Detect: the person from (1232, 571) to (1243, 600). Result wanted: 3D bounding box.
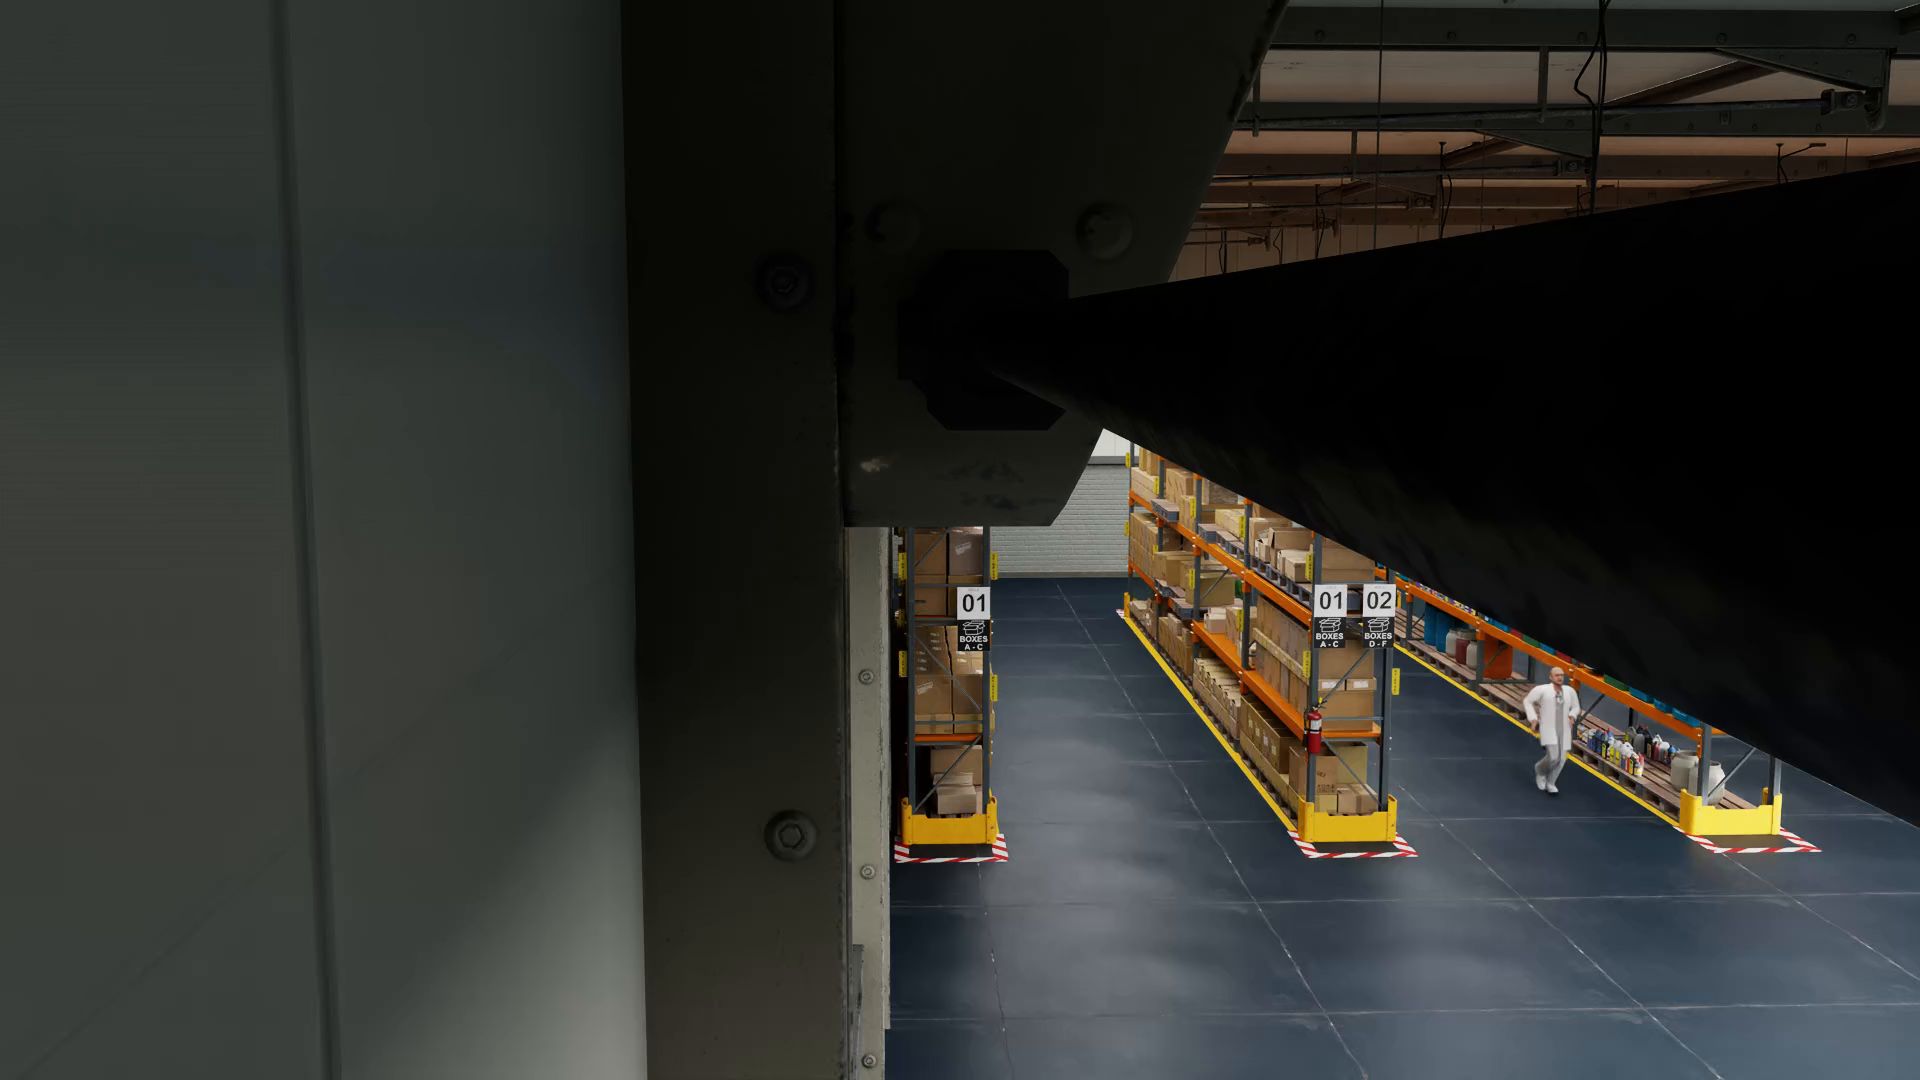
[{"bbox_3d":[6.067,0.854,35.952,0.799,1.739,0.609,-3,8,-22],"label":"person"}]

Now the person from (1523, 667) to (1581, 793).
[{"bbox_3d":[8.052,2.588,22.477,0.704,1.734,0.653,-1,7,-4],"label":"person"}]
